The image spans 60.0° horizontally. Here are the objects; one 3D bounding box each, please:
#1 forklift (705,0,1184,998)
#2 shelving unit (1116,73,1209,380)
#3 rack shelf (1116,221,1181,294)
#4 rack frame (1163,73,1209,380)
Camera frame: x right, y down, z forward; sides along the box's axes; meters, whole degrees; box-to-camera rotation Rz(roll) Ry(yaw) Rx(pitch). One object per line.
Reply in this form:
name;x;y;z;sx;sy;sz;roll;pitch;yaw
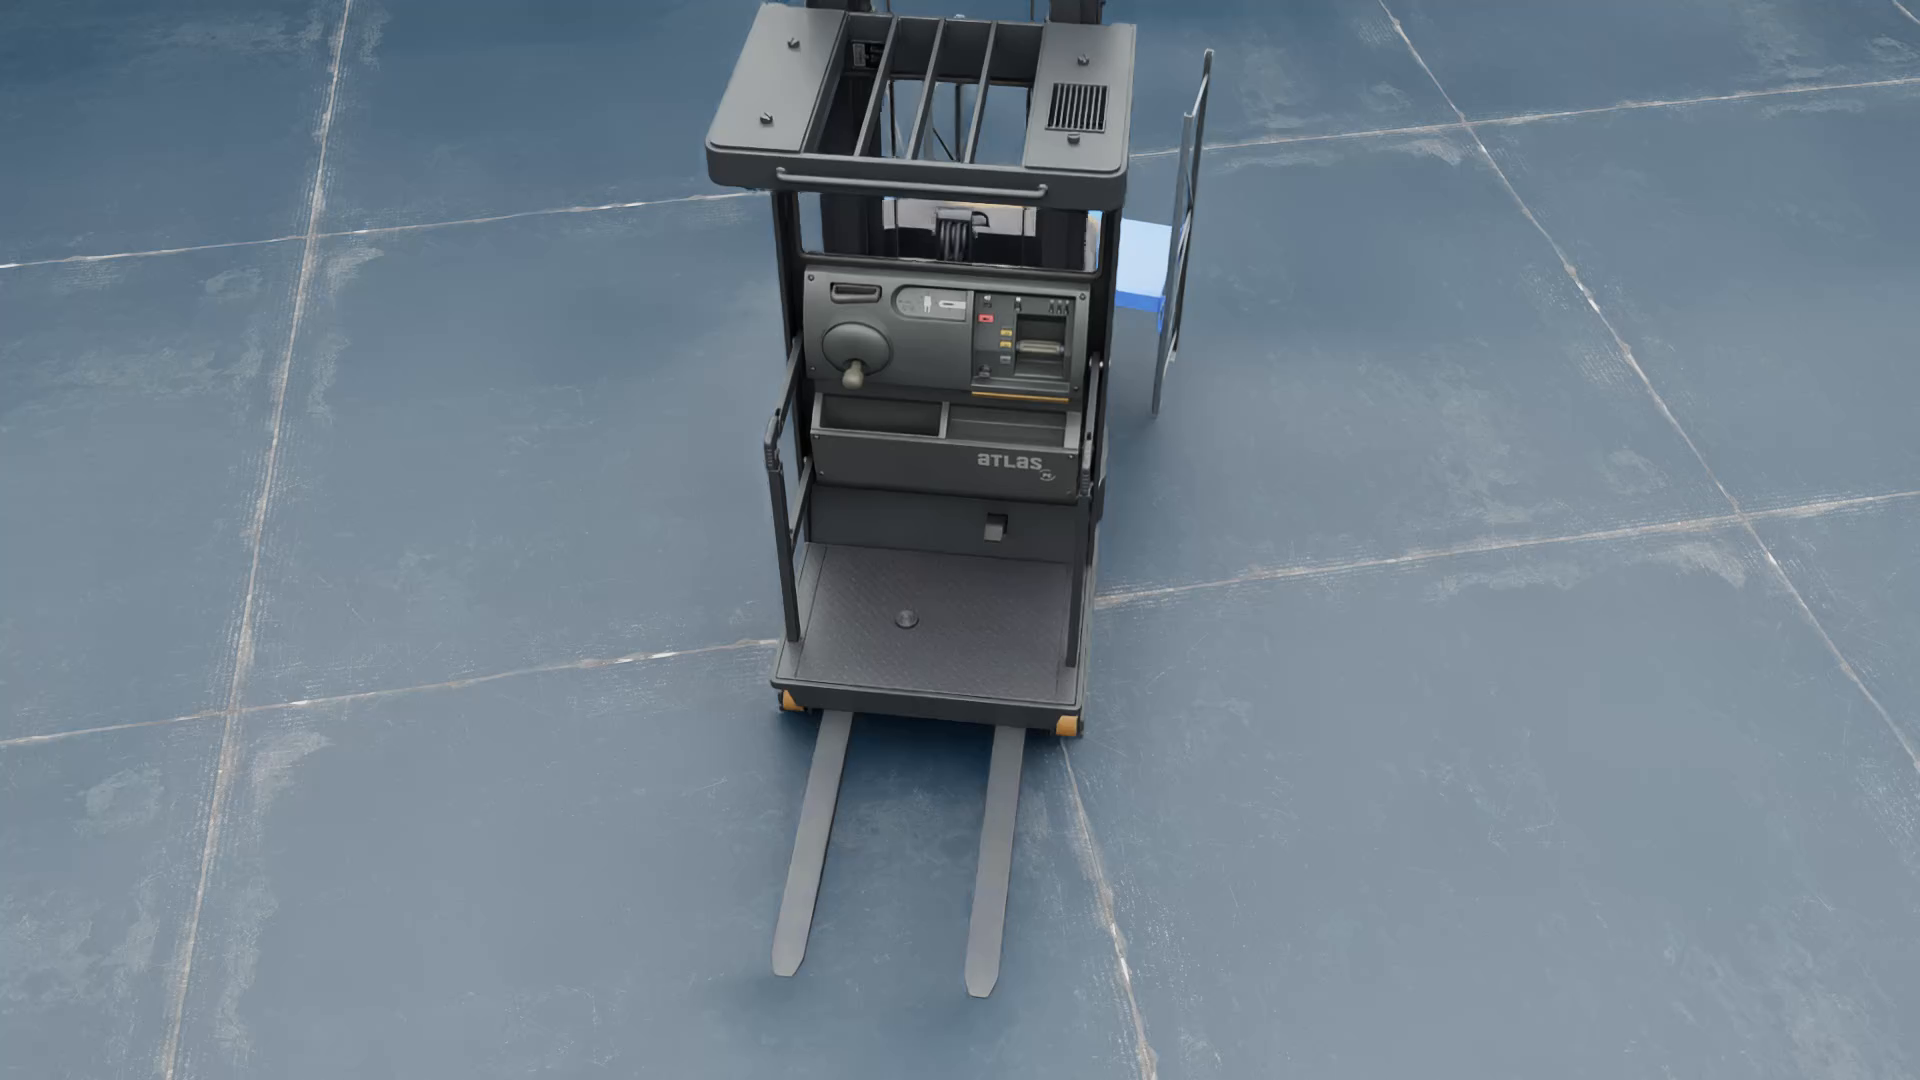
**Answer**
forklift;-6.457;2.477;1.865;13.291;3.598;14.776;5;46;5
shelving unit;0.444;-1.325;6.985;0.991;1.308;0.475;11;47;11
rack shelf;0.425;-1.236;7.082;0.952;0.062;0.459;11;47;11
rack frame;0.916;-1.230;6.894;0.013;1.308;0.475;11;47;11
